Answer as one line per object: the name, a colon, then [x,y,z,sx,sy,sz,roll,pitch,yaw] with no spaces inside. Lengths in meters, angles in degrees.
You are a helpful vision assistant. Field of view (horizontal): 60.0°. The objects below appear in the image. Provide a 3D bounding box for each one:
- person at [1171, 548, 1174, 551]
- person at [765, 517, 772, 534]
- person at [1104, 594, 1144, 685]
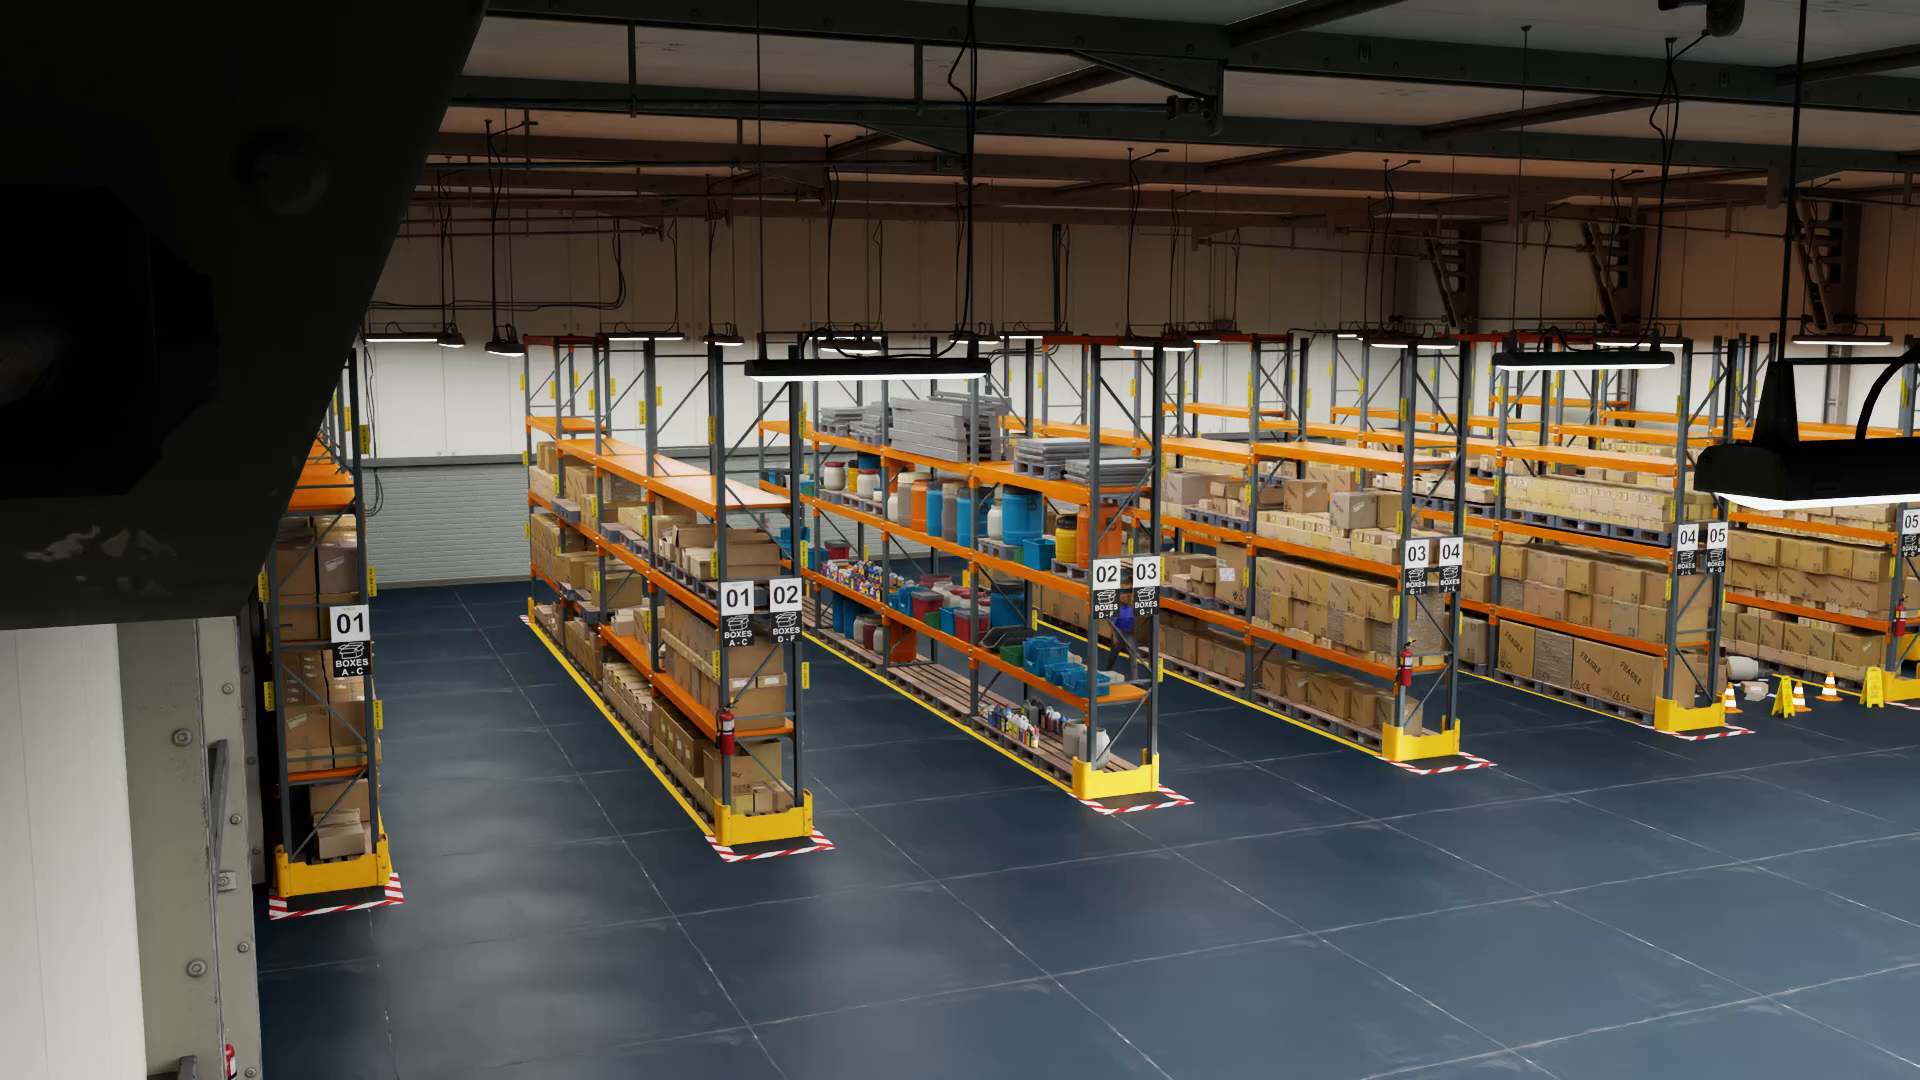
person: [4.361,0.973,34.094,0.727,1.682,0.651,-2,8,-13]
person: [-4.777,0.239,40.005,0.717,1.529,0.415,2,8,12]
person: [2.850,1.687,28.934,0.553,1.588,1.051,-3,8,-24]
